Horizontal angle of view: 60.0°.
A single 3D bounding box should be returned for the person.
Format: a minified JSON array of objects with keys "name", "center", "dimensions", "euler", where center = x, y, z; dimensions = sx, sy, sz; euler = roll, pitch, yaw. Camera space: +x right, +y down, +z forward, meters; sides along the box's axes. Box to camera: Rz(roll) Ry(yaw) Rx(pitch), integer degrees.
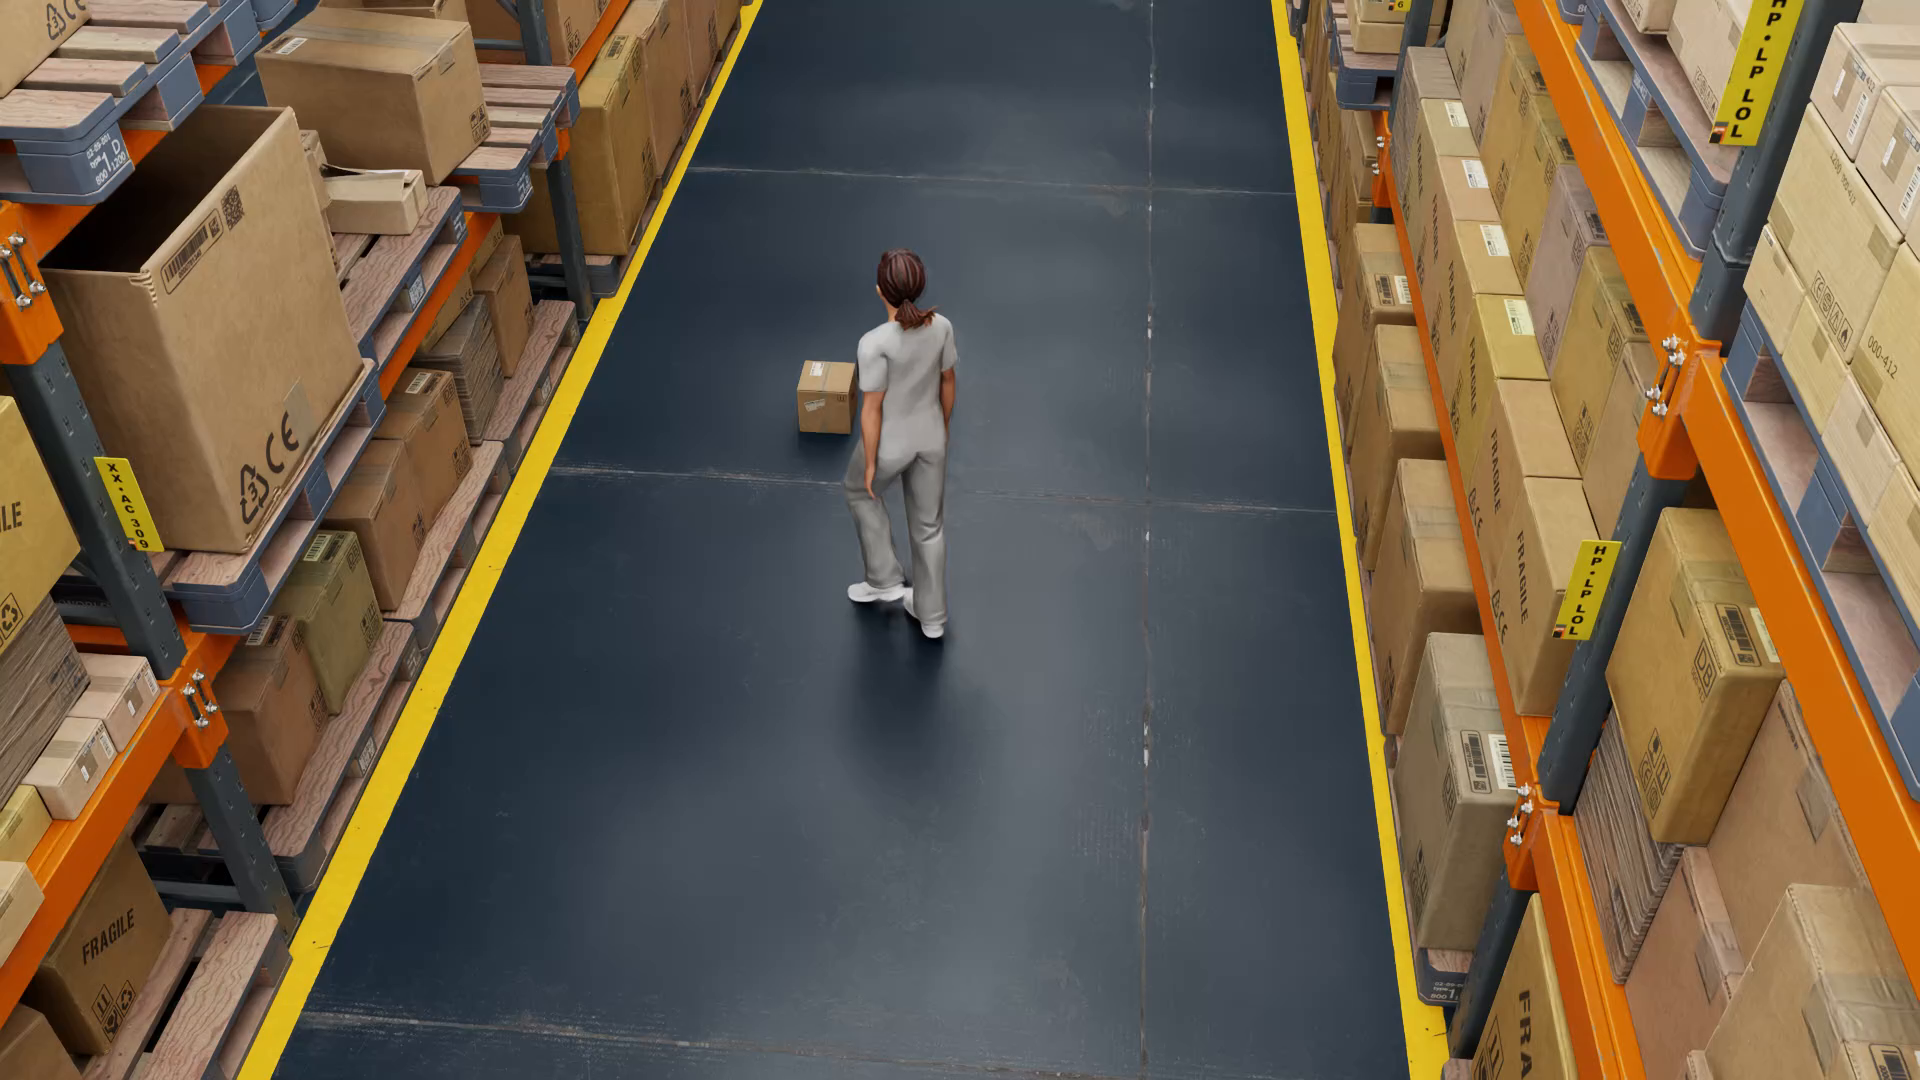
[{"name":"person","center":[-0.197,-0.357,6.579],"dimensions":[0.472,1.676,0.537],"euler":[-19,44,-21]}]
